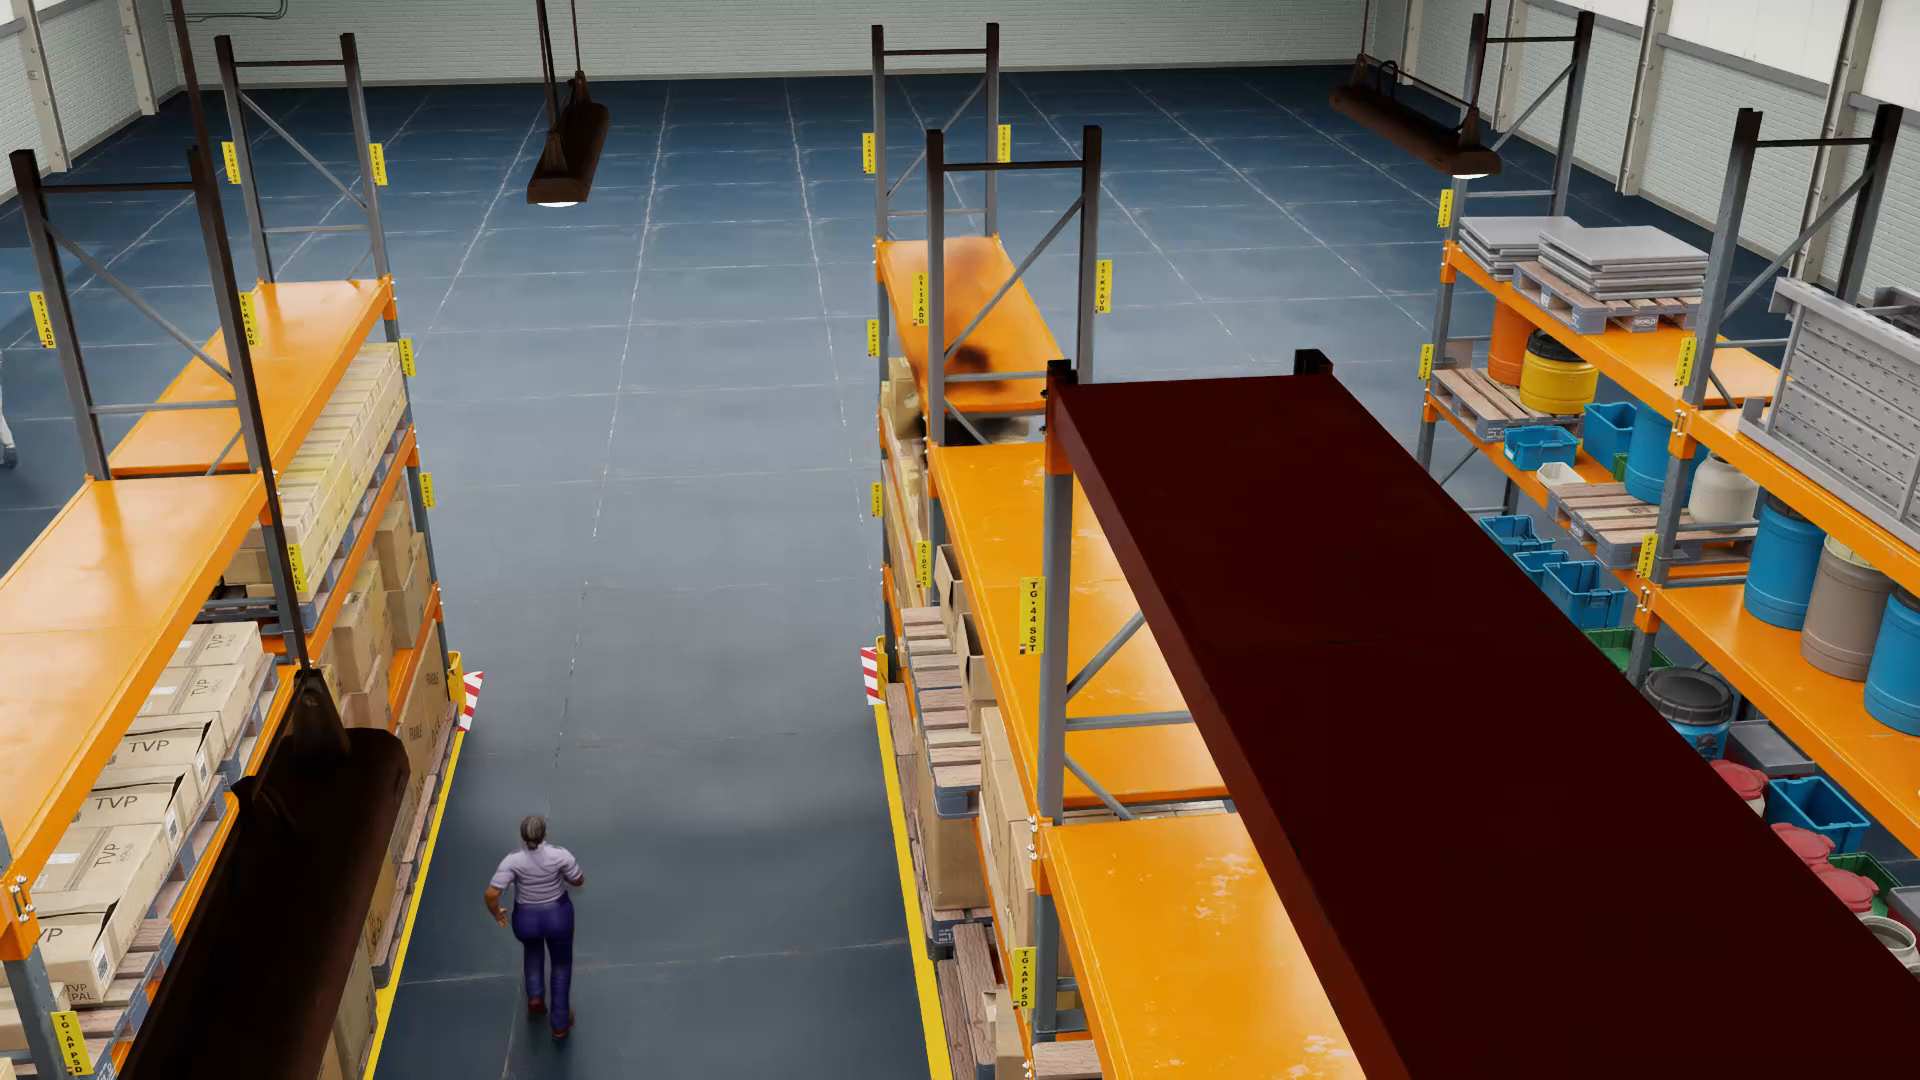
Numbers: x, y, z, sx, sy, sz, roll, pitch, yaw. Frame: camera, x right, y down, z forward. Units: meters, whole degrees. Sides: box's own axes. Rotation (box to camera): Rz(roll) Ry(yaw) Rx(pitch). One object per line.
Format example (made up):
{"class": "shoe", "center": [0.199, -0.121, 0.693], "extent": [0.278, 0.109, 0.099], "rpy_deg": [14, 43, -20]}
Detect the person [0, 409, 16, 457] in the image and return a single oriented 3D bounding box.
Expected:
{"class": "person", "center": [-11.987, -1.845, 20.279], "extent": [0.908, 1.815, 0.681], "rpy_deg": [20, 32, 36]}

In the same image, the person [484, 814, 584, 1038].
{"class": "person", "center": [-2.823, 2.571, 11.217], "extent": [0.619, 1.692, 0.691], "rpy_deg": [-3, 26, -7]}
